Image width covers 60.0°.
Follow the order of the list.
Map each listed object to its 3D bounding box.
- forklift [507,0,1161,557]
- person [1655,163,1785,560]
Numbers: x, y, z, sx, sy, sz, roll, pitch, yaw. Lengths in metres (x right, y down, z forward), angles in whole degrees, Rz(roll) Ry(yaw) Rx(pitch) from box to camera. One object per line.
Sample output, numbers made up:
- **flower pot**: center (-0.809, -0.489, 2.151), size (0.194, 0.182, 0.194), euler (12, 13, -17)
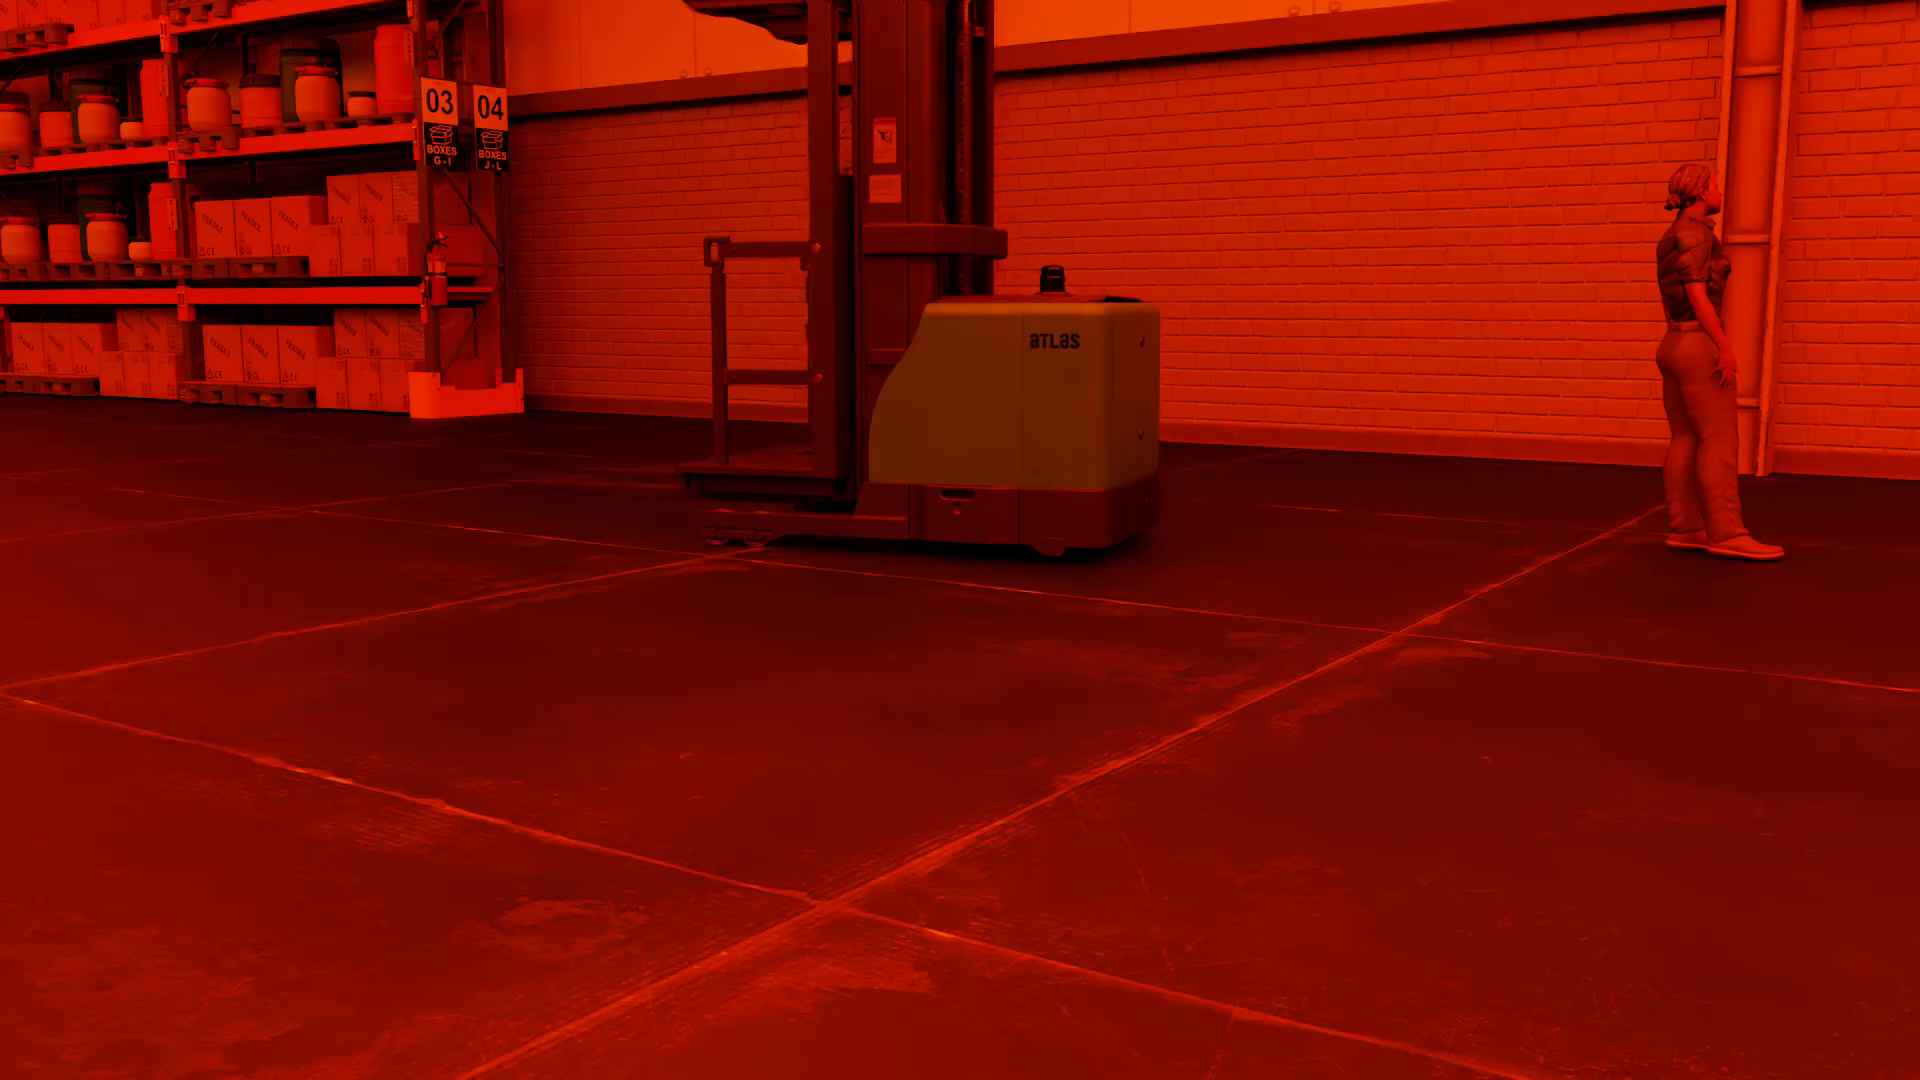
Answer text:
- **forklift**: center (-0.645, -1.483, 7.621), size (3.031, 2.935, 1.130), euler (3, 9, 20)
- **person**: center (3.237, -0.773, 7.116), size (0.504, 1.654, 0.569), euler (1, 8, 8)
